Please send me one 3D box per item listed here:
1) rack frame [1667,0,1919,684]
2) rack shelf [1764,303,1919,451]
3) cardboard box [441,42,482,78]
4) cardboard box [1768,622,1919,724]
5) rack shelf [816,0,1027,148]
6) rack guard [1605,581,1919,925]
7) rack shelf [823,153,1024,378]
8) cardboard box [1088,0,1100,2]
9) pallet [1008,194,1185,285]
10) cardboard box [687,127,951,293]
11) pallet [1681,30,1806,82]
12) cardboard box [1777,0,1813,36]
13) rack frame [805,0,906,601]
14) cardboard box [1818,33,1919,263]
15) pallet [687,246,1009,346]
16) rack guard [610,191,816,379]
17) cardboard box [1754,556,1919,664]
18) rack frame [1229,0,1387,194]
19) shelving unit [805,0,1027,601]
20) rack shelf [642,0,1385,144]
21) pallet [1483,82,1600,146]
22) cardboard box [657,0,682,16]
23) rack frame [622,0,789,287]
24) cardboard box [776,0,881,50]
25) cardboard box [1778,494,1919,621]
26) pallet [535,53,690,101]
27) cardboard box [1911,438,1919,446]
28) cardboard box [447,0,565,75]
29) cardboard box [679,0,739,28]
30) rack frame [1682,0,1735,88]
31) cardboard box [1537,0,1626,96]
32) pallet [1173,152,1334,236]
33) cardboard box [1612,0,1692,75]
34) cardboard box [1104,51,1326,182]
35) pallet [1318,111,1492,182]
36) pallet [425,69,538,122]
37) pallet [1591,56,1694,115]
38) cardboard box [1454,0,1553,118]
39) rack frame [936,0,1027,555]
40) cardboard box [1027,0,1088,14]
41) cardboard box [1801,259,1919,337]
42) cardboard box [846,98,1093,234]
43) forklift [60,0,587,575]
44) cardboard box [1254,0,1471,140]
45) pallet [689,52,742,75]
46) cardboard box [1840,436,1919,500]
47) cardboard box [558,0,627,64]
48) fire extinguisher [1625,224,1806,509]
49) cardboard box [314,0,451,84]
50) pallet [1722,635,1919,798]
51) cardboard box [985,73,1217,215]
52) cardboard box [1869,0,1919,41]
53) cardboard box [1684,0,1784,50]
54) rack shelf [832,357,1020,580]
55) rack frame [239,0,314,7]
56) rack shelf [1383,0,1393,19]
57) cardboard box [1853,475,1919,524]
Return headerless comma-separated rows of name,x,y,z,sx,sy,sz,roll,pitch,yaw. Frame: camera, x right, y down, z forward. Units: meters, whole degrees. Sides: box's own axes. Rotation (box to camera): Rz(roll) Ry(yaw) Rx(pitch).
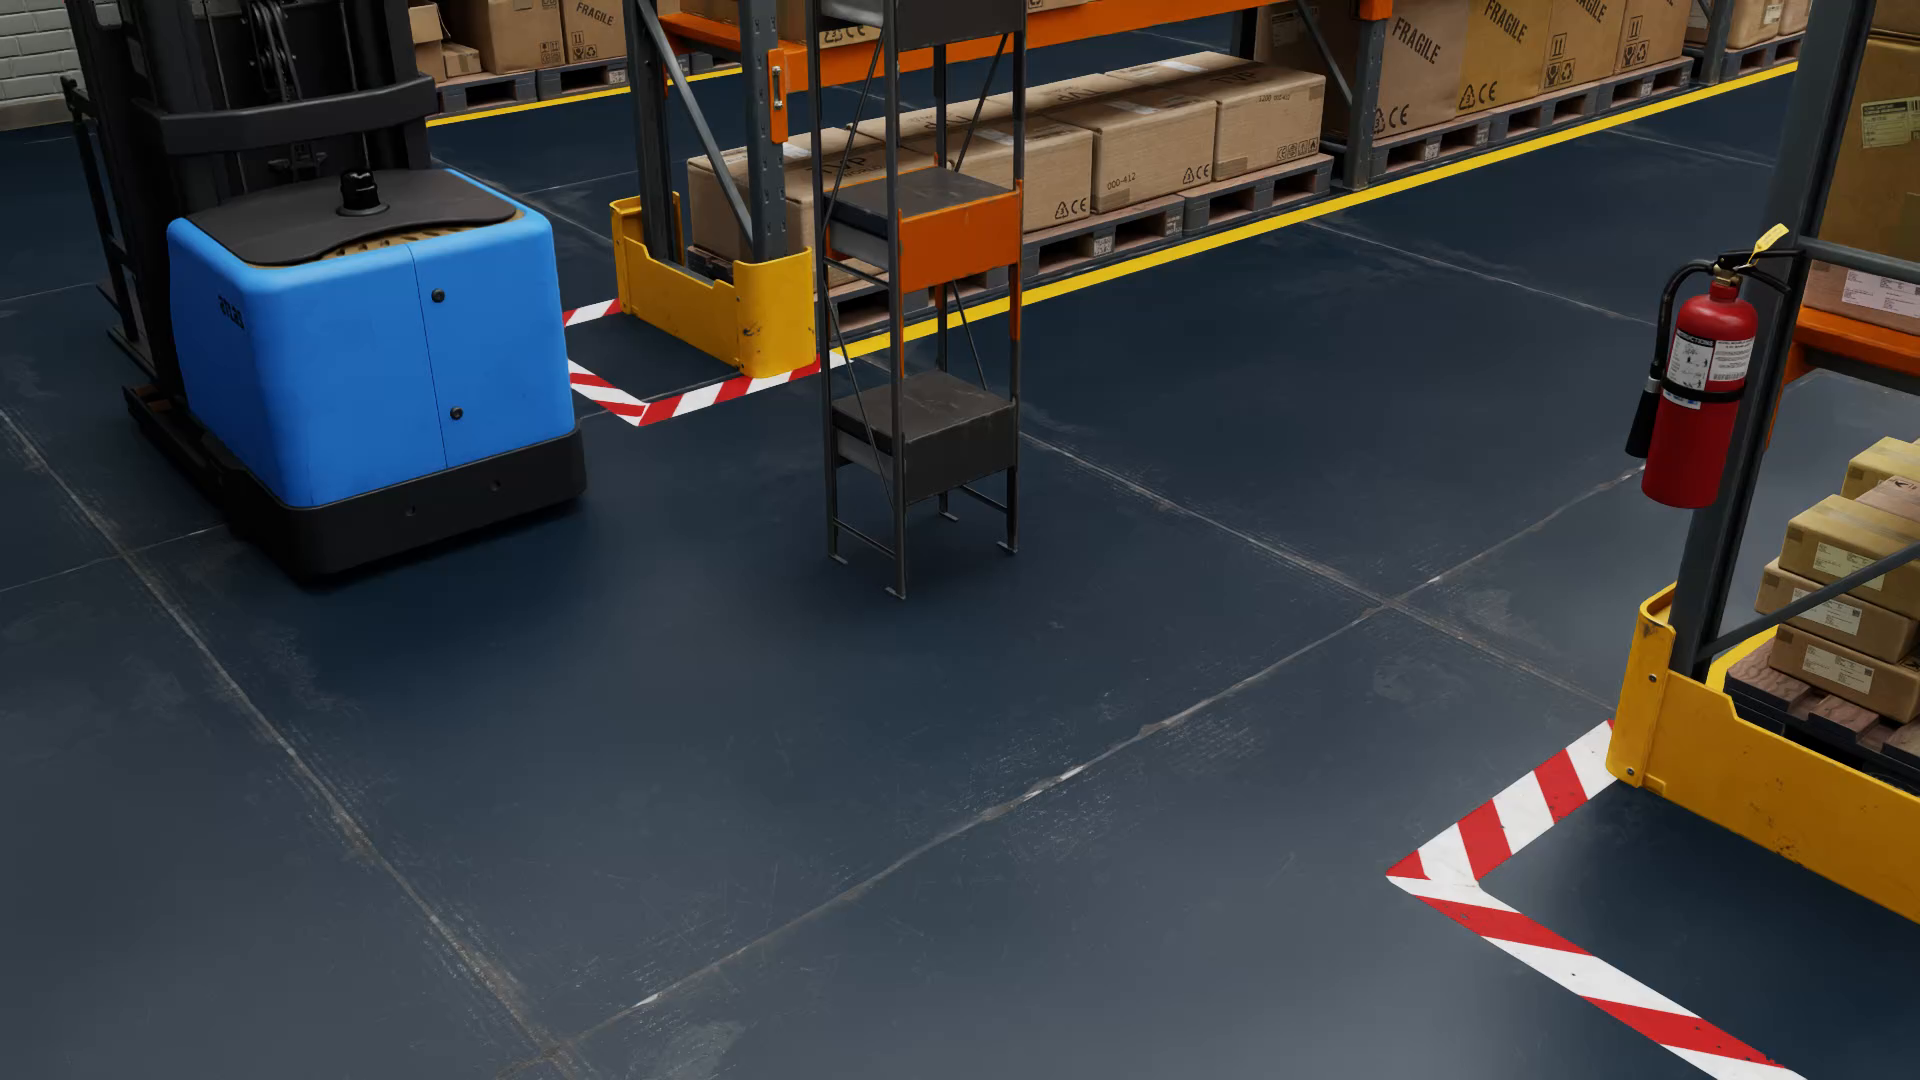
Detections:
rack frame,2.203,-0.517,3.534,0.127,3.000,1.000,-22,35,-35
rack shelf,3.725,-0.811,4.849,4.000,0.370,1.077,-22,35,-35
cardboard box,-3.436,-3.236,11.202,0.250,0.149,0.380,-24,36,-37
cardboard box,2.468,0.320,4.548,0.250,0.149,0.380,-21,35,-34
rack shelf,-0.126,-1.481,4.837,0.480,0.518,0.431,-22,35,-35
rack guard,2.261,0.563,4.167,0.348,0.500,1.175,-22,35,-35
rack shelf,-0.126,-0.863,5.167,0.480,0.518,0.431,-22,35,-35
cardboard box,0.600,-2.822,7.741,0.500,0.500,0.500,-21,34,-33
pallet,0.398,-1.675,8.660,1.213,0.211,1.003,-22,35,-35
cardboard box,-0.649,-1.554,7.747,0.875,0.438,0.875,-23,36,-37
pallet,5.595,-3.717,12.481,1.213,0.211,1.003,-22,35,-35
cardboard box,5.992,-4.132,12.642,0.625,0.372,0.950,-23,36,-36
rack frame,-0.312,-0.801,5.021,0.015,2.100,0.400,-22,35,-35
cardboard box,2.378,-0.922,3.870,0.500,0.500,0.500,-21,35,-34
pallet,-0.529,-1.303,7.965,1.213,0.211,1.003,-22,35,-35
rack guard,-1.105,-1.151,7.373,0.348,0.500,1.175,-22,35,-35
cardboard box,2.419,0.161,4.531,0.250,0.149,0.380,-23,36,-36
rack frame,1.956,-3.484,9.087,0.127,3.000,1.000,-22,35,-35
shelving unit,-0.126,-0.875,5.160,0.503,2.100,0.431,-22,35,-35
rack shelf,0.435,-2.555,8.112,4.000,0.370,1.077,-22,35,-35
pallet,3.423,-2.893,10.939,1.213,0.211,1.003,-22,35,-35
cardboard box,-2.319,-3.840,11.960,0.500,0.500,0.700,-23,36,-37
rack frame,-1.087,-2.261,6.798,0.127,3.000,1.000,-22,35,-35
cardboard box,-0.535,-2.349,6.856,0.500,0.500,0.500,-22,35,-35
cardboard box,2.441,0.040,4.440,0.250,0.149,0.380,-21,35,-34
pallet,-2.720,-3.448,11.978,1.213,0.211,1.003,-22,35,-35
cardboard box,3.022,-0.197,4.885,0.250,0.149,0.380,-24,36,-37
cardboard box,-3.109,-3.523,11.366,0.500,0.500,0.700,-20,34,-33
cardboard box,-0.892,-2.547,7.228,0.500,0.500,0.500,-22,35,-35
rack frame,4.999,-4.708,11.377,0.127,3.000,1.000,-22,35,-35
cardboard box,3.739,-3.503,10.931,0.875,0.875,0.875,-21,35,-34
pallet,1.327,-2.050,9.362,1.213,0.211,1.003,-22,35,-35
cardboard box,4.420,-3.775,11.439,0.875,0.875,0.875,-22,35,-35
cardboard box,1.409,-2.386,9.305,0.875,0.438,0.875,-22,35,-36
pallet,2.494,-2.517,10.237,1.213,0.211,1.003,-22,35,-35
pallet,-3.647,-3.077,11.284,1.213,0.211,1.003,-22,35,-35
pallet,4.351,-3.264,11.634,1.213,0.211,1.003,-22,35,-35
cardboard box,3.058,-3.230,10.420,0.875,0.875,0.875,-21,34,-34
rack frame,0.060,-0.950,5.300,0.015,2.100,0.400,-22,35,-35
cardboard box,0.230,-2.662,7.444,0.500,0.500,0.500,-22,35,-35
cardboard box,2.268,-0.607,3.970,0.250,0.149,0.380,-22,35,-35
cardboard box,0.041,-1.837,8.277,0.875,0.438,0.875,-21,34,-34
forklift,-2.652,-1.803,6.015,1.130,2.935,3.031,-21,35,-34
cardboard box,2.376,-2.951,9.898,0.875,0.875,0.875,-21,34,-33
pallet,-1.791,-3.823,12.680,1.213,0.211,1.003,-22,35,-35
cardboard box,2.784,-0.141,4.779,0.250,0.149,0.380,-23,36,-36
cardboard box,-2.642,-3.649,11.601,0.500,0.500,0.500,-21,35,-34
fire extinguisher,1.712,-0.406,3.806,0.183,0.674,0.296,-22,35,-35
cardboard box,-3.784,-3.277,10.902,0.637,0.503,0.797,-24,36,-37
pallet,2.902,0.454,4.676,1.213,0.211,1.003,-22,35,-35
cardboard box,0.728,-2.112,8.792,0.875,0.438,0.875,-23,36,-36
cardboard box,2.390,-1.362,3.634,0.500,0.500,0.500,-23,36,-36
cardboard box,5.436,-3.903,12.214,0.625,0.372,0.950,-25,37,-38
rack shelf,-0.126,-0.246,5.497,0.480,0.518,0.431,-22,35,-35
rack frame,-4.311,-4.039,10.126,0.127,3.000,1.000,-22,35,-35
rack shelf,3.478,-3.779,10.402,4.000,0.370,1.077,-22,35,-35
cardboard box,2.670,-0.016,4.545,0.250,0.149,0.380,-21,35,-34
